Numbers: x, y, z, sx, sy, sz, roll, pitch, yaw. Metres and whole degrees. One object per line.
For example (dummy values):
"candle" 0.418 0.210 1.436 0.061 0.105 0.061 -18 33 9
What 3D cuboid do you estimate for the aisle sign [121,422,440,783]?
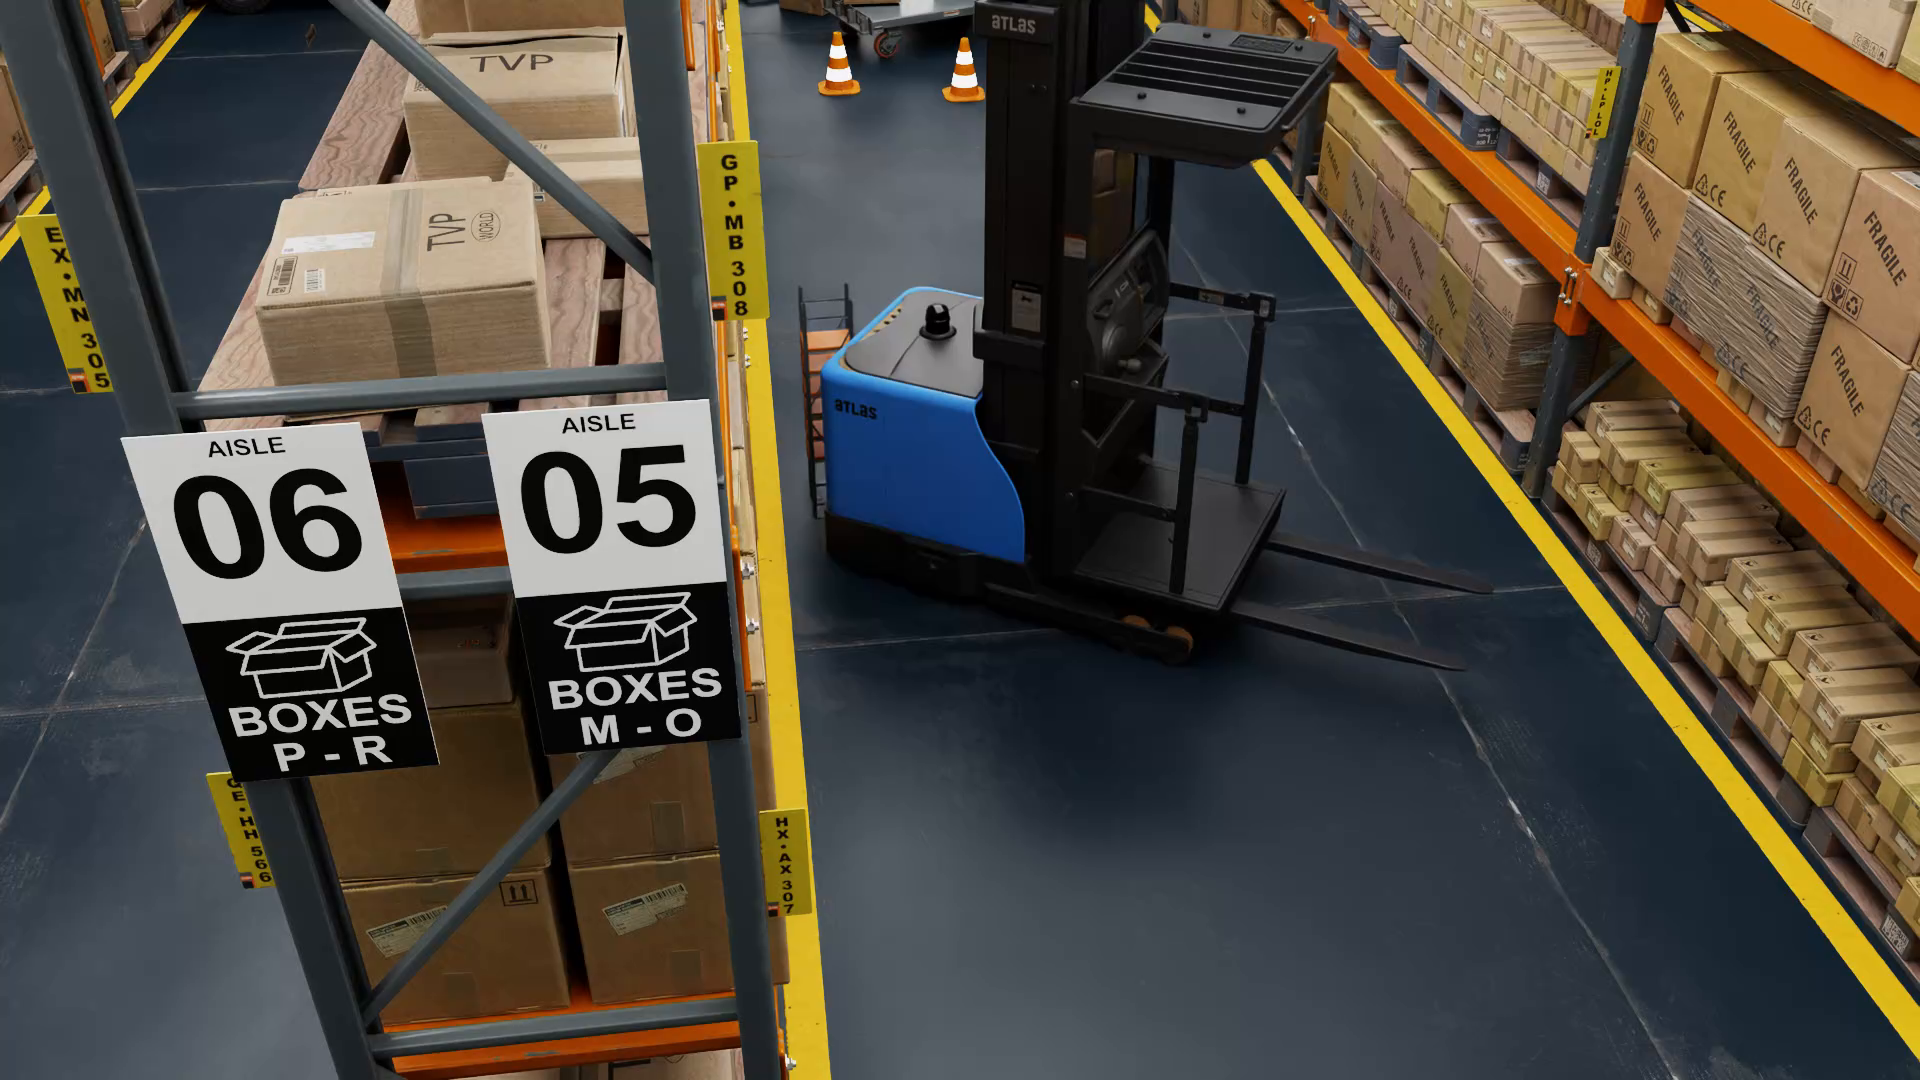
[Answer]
"aisle sign" -1.234 0.137 3.076 0.394 0.787 0.004 -4 35 -6

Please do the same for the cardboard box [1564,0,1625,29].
"cardboard box" 3.605 -2.957 9.248 0.380 0.149 0.250 -3 34 -5

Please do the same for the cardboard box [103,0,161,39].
"cardboard box" -7.205 -4.503 14.262 0.500 0.250 0.500 -4 34 -6

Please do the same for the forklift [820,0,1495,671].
"forklift" 0.911 -1.001 7.116 3.031 2.935 1.130 14 37 20

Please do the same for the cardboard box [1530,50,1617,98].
"cardboard box" 3.100 -2.334 8.334 0.380 0.149 0.250 -5 35 -8

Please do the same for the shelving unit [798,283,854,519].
"shelving unit" -0.636 -0.665 8.160 0.258 1.200 0.189 -5 35 -8

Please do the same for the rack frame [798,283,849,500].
"rack frame" -0.651 -0.715 8.234 0.240 1.200 0.006 -5 35 -8

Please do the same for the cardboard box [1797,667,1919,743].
"cardboard box" 3.432 0.625 6.300 0.380 0.149 0.250 -3 34 -5

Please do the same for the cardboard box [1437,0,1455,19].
"cardboard box" 2.928 -3.057 9.394 0.380 0.149 0.250 -3 34 -5

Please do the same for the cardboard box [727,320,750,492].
"cardboard box" -0.940 -0.449 5.268 0.500 0.500 0.500 -4 35 -6

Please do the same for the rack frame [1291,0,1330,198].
"rack frame" 2.879 -3.747 11.085 1.000 3.000 0.127 -4 35 -6

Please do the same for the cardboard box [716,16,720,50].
"cardboard box" -1.345 -2.088 7.673 0.500 0.500 0.500 -5 35 -7

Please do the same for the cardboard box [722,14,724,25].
"cardboard box" -2.377 -3.943 13.332 0.950 0.372 0.625 -2 34 -3

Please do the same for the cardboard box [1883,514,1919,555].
"cardboard box" 3.545 -0.065 5.906 0.380 0.149 0.250 -6 35 -8

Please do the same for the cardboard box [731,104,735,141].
"cardboard box" -1.454 -2.143 8.864 0.500 0.250 0.500 -5 35 -7

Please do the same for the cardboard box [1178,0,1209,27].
"cardboard box" 2.514 -4.884 14.378 1.050 0.750 0.750 -5 35 -7

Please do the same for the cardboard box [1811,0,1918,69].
"cardboard box" 3.345 -1.844 5.761 0.500 0.250 0.500 -3 34 -4

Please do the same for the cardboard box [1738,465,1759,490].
"cardboard box" 3.837 -0.300 7.657 0.380 0.149 0.250 -5 35 -7

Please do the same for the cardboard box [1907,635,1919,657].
"cardboard box" 4.025 0.424 6.594 0.380 0.149 0.250 -4 34 -6

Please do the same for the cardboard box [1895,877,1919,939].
"cardboard box" 3.543 1.308 5.826 0.380 0.149 0.250 -3 34 -5

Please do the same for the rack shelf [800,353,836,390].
"rack shelf" -0.636 -0.826 8.050 0.258 0.103 0.180 -5 35 -8

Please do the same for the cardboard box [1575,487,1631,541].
"cardboard box" 3.183 -0.135 7.943 0.380 0.149 0.250 -3 34 -5

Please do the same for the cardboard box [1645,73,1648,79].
"cardboard box" 3.712 -2.396 8.689 0.380 0.149 0.250 -6 35 -8

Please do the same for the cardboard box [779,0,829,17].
"cardboard box" -1.346 -5.217 15.460 0.500 0.500 0.500 20 39 26

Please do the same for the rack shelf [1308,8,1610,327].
"rack shelf" 3.148 -2.334 9.650 1.077 0.370 4.000 -4 35 -6

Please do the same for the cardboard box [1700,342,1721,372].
"cardboard box" 3.358 -0.793 6.974 0.380 0.149 0.250 -6 35 -8

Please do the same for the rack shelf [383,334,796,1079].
"rack shelf" -1.206 0.329 5.742 1.077 0.370 4.000 -4 35 -6

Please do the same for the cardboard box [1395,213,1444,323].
"cardboard box" 2.934 -1.623 9.814 0.500 0.500 0.500 -5 35 -7

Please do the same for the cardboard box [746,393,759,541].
"cardboard box" -1.002 -0.320 5.967 0.500 0.500 0.500 -5 35 -7

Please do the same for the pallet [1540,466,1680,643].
"pallet" 3.542 0.009 8.049 1.003 0.211 1.213 -4 35 -6

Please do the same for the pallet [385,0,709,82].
"pallet" -1.375 -1.830 5.686 1.003 0.211 1.213 -4 35 -6

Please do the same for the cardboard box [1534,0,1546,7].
"cardboard box" 3.537 -3.125 9.758 0.380 0.149 0.250 -5 35 -7

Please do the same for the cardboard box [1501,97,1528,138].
"cardboard box" 3.067 -2.216 8.688 0.380 0.149 0.250 -6 35 -9

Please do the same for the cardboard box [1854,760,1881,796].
"cardboard box" 3.595 0.878 6.193 0.380 0.149 0.250 -5 35 -7

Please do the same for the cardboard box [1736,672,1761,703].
"cardboard box" 3.473 0.578 6.896 0.380 0.149 0.250 -3 34 -5

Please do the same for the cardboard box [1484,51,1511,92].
"cardboard box" 3.026 -2.498 8.838 0.380 0.149 0.250 -6 35 -9

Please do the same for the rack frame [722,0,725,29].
"rack frame" -2.550 -5.548 13.728 1.000 3.000 0.127 -4 35 -6

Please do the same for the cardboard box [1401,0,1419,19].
"cardboard box" 2.857 -3.215 9.889 0.380 0.149 0.250 -4 35 -6

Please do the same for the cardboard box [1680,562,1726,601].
"cardboard box" 3.387 0.167 7.236 0.380 0.149 0.250 -3 34 -4

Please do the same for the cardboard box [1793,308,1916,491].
"cardboard box" 3.441 -0.528 6.008 0.500 0.500 0.500 -3 34 -4

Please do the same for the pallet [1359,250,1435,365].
"pallet" 3.143 -1.480 10.234 1.003 0.211 1.213 -4 35 -6

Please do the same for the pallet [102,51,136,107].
"pallet" -7.331 -3.610 13.360 1.003 0.211 1.213 -4 35 -6

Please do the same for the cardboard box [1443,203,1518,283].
"cardboard box" 3.010 -1.650 9.189 0.500 0.250 0.500 -3 34 -4

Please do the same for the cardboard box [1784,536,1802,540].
"cardboard box" 3.813 -0.036 7.534 0.380 0.149 0.250 -4 34 -6

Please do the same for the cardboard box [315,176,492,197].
"cardboard box" -1.222 -0.675 3.674 0.380 0.149 0.250 -7 35 -10

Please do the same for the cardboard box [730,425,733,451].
"cardboard box" -0.790 -0.234 4.377 0.380 0.149 0.250 -5 35 -8

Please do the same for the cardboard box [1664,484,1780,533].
"cardboard box" 3.377 -0.109 7.377 0.380 0.149 0.250 -5 35 -8

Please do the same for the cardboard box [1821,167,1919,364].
"cardboard box" 3.426 -0.964 5.761 0.500 0.500 0.500 -6 35 -8

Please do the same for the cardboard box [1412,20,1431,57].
"cardboard box" 2.888 -2.953 9.770 0.380 0.149 0.250 -3 34 -5

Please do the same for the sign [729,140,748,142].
"sign" -0.925 -1.517 6.974 0.100 0.325 0.005 -4 35 -6

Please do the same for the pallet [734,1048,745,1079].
"pallet" -1.122 1.860 5.333 1.003 0.211 1.213 -4 35 -6
